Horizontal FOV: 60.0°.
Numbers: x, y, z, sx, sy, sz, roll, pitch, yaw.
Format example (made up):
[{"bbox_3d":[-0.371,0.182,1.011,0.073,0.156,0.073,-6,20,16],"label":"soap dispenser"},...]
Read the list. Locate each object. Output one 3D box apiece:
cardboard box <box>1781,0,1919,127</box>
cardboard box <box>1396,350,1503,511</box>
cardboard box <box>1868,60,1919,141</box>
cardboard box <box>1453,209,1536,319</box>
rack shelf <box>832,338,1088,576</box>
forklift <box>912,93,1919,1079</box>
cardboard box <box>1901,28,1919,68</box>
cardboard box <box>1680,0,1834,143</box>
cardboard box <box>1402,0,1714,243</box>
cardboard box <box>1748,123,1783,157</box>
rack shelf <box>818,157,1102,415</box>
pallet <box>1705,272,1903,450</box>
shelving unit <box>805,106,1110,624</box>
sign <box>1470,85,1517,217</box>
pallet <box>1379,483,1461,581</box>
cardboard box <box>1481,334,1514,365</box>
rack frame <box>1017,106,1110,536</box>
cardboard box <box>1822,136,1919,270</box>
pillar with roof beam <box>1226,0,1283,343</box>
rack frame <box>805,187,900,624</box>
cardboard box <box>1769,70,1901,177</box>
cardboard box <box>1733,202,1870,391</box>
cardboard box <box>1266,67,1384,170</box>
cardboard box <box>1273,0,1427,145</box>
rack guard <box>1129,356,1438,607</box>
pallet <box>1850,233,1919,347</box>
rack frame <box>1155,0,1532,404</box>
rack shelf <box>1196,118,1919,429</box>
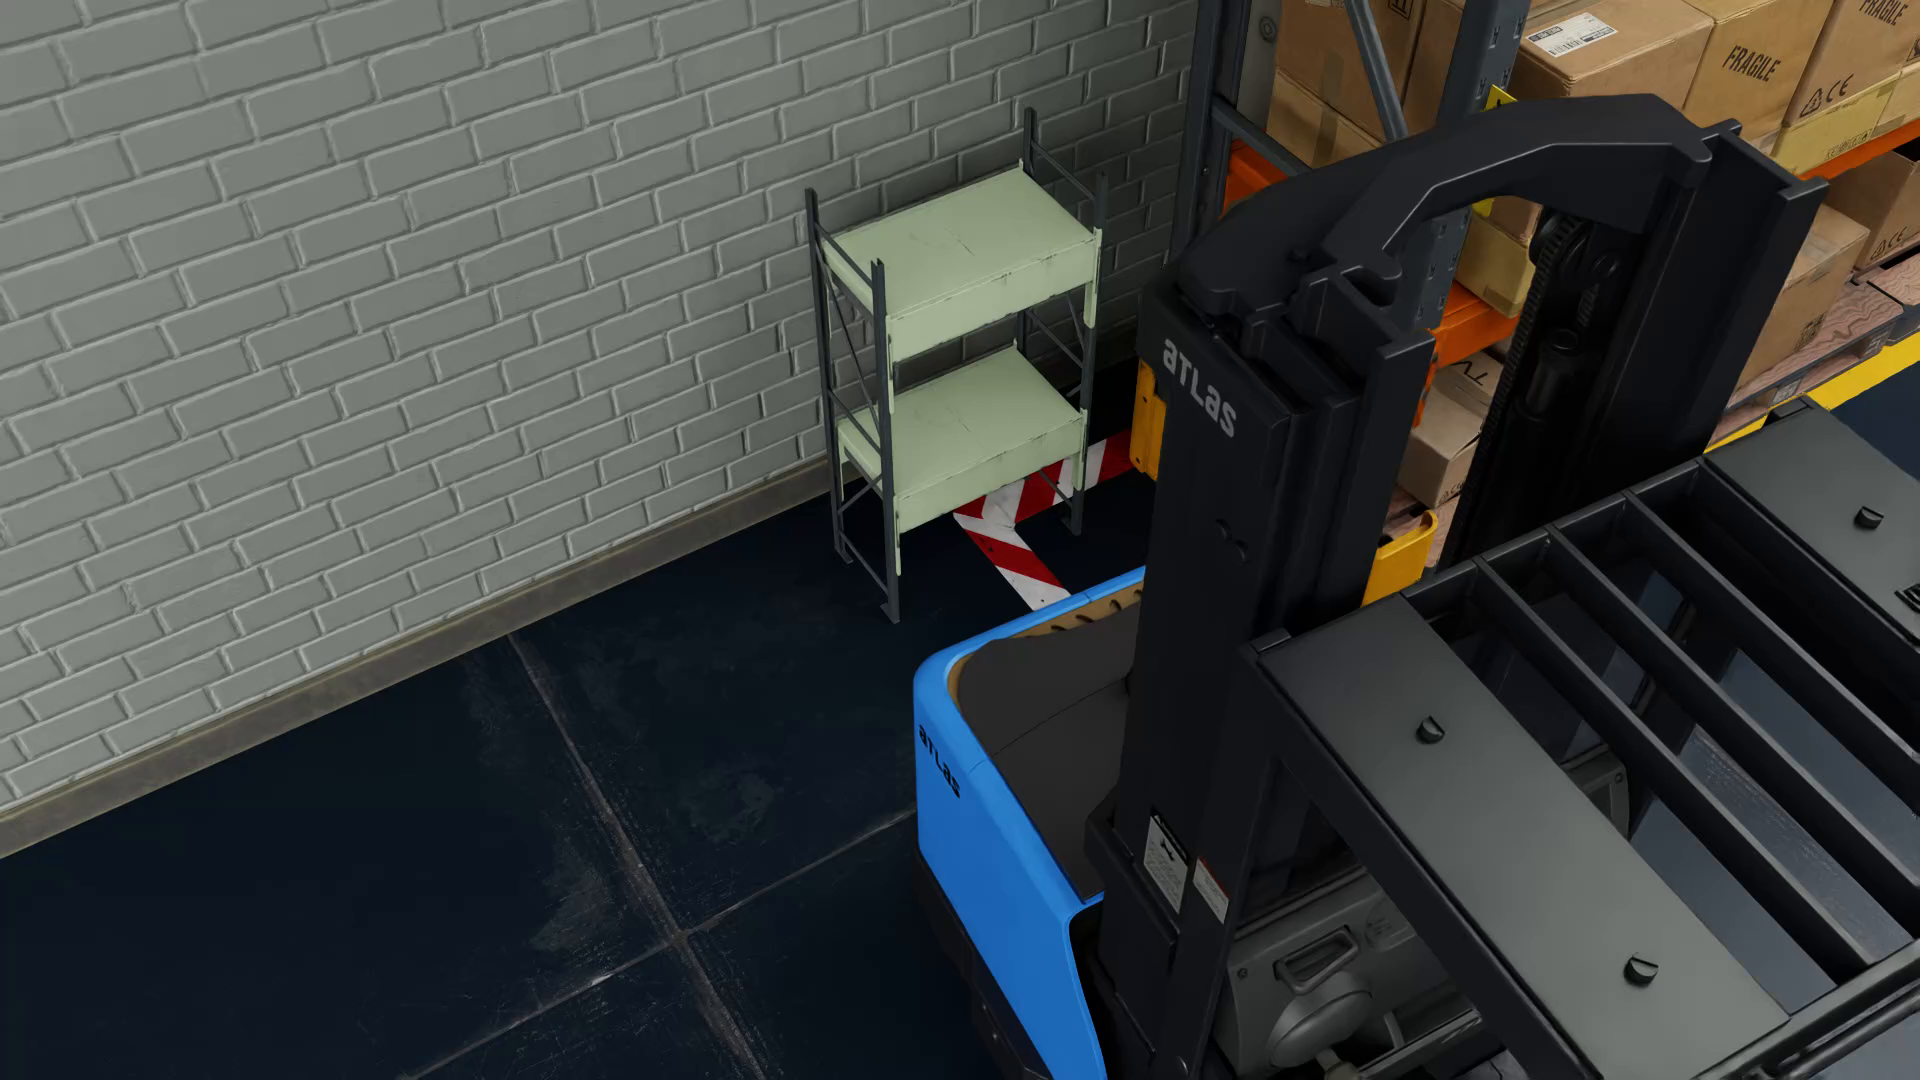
[{"bbox_3d":[2.408,-1.585,4.737,0.500,0.500,0.500,-27,54,-22],"label":"cardboard box"},{"bbox_3d":[1.613,-0.456,5.654,0.500,0.311,0.500,-31,55,-25],"label":"cardboard box"},{"bbox_3d":[2.856,-1.551,5.210,0.500,0.250,0.500,-25,53,-20],"label":"cardboard box"},{"bbox_3d":[1.562,-0.936,4.662,0.500,0.250,0.500,-27,54,-22],"label":"cardboard box"},{"bbox_3d":[-0.006,-0.279,5.431,0.720,0.370,0.431,-25,53,-21],"label":"rack shelf"},{"bbox_3d":[1.003,0.842,3.037,1.130,2.935,3.031,-22,52,-18],"label":"forklift"},{"bbox_3d":[2.838,-1.798,4.927,0.500,0.500,0.500,-24,52,-20],"label":"cardboard box"},{"bbox_3d":[1.967,-1.383,4.558,0.500,0.500,0.500,-25,53,-21],"label":"cardboard box"},{"bbox_3d":[1.544,-1.192,4.388,0.500,0.500,0.500,-25,53,-21],"label":"cardboard box"},{"bbox_3d":[1.993,-1.152,4.854,0.500,0.250,0.500,-27,54,-22],"label":"cardboard box"},{"bbox_3d":[-0.006,-0.756,4.896,0.720,0.370,0.431,-25,53,-21],"label":"rack shelf"},{"bbox_3d":[2.781,-0.873,6.386,1.213,0.211,1.003,-25,53,-21],"label":"pallet"},{"bbox_3d":[-0.006,-0.496,5.187,0.755,1.500,0.431,-25,53,-21],"label":"shelving unit"},{"bbox_3d":[1.269,-0.931,3.991,0.005,0.325,0.100,-25,53,-21],"label":"sign"},{"bbox_3d":[1.750,-0.390,5.956,1.213,0.211,1.003,-25,53,-21],"label":"pallet"},{"bbox_3d":[2.095,-0.684,5.856,0.500,0.311,0.500,-21,52,-18],"label":"cardboard box"},{"bbox_3d":[0.304,-0.642,5.317,0.023,1.500,0.400,-25,53,-21],"label":"rack frame"},{"bbox_3d":[3.506,-1.456,6.417,0.500,0.500,0.500,-29,54,-23],"label":"cardboard box"},{"bbox_3d":[3.407,-1.087,0.692,0.400,9.000,9.100,-25,53,-21],"label":"pillar with roof beam"},{"bbox_3d":[-0.315,-0.350,5.058,0.023,1.500,0.400,-25,53,-21],"label":"rack frame"},{"bbox_3d":[2.427,-1.351,5.032,0.500,0.250,0.500,-26,53,-21],"label":"cardboard box"},{"bbox_3d":[2.742,-1.007,6.018,0.500,0.500,0.700,-28,54,-23],"label":"cardboard box"},{"bbox_3d":[1.272,-1.251,4.943,0.500,0.250,0.500,-25,53,-20],"label":"cardboard box"},{"bbox_3d":[1.265,-1.514,4.674,0.500,0.500,0.500,-26,53,-21],"label":"cardboard box"},{"bbox_3d":[1.044,-0.184,5.580,0.348,0.500,1.175,-25,53,-21],"label":"rack guard"},{"bbox_3d":[3.814,-1.362,6.822,1.213,0.211,1.003,-25,53,-21],"label":"pallet"},{"bbox_3d":[0.980,-0.986,4.619,0.127,3.000,1.000,-25,53,-21],"label":"rack frame"},{"bbox_3d":[2.671,-1.543,5.597,4.000,0.370,1.077,-25,53,-21],"label":"rack shelf"}]
